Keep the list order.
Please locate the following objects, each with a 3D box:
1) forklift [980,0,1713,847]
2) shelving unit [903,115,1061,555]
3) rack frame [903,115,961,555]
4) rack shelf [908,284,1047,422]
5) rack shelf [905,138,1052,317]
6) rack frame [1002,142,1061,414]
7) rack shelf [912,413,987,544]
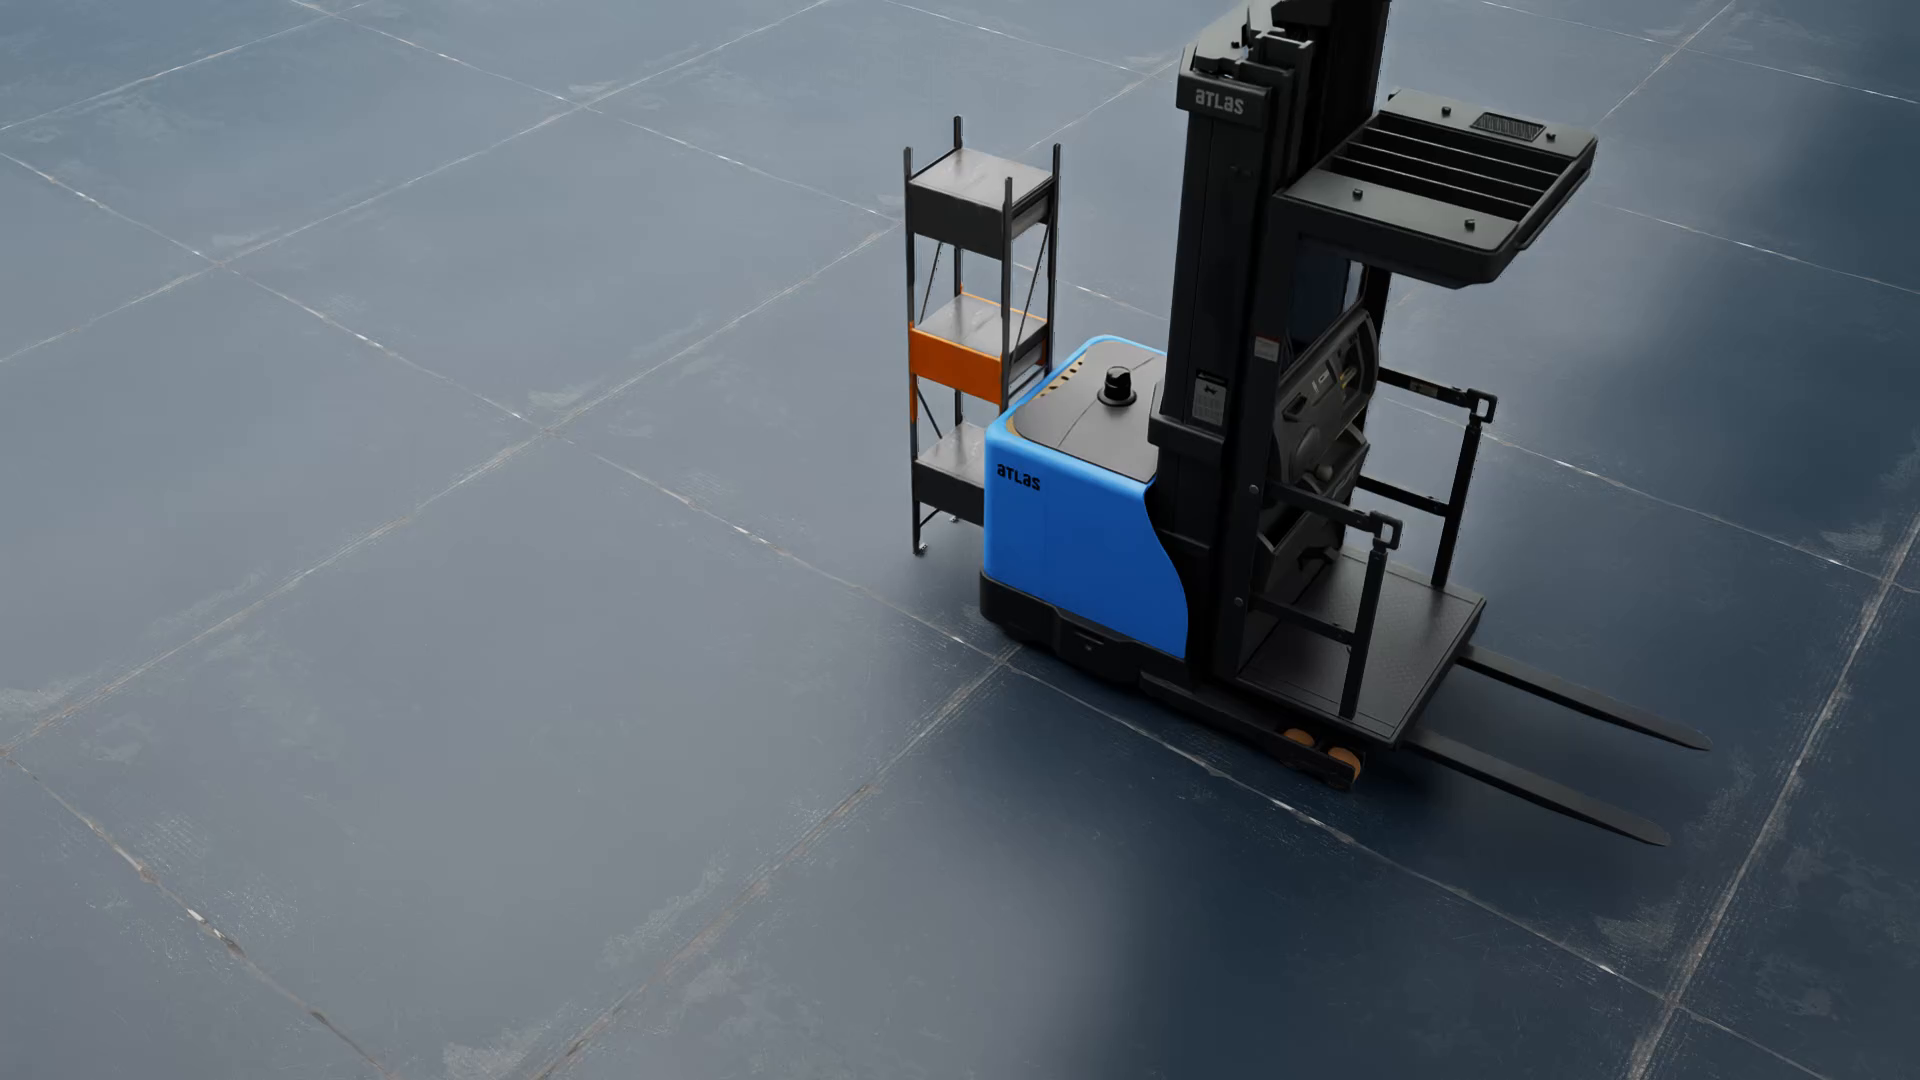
[{"bbox_3d":[1.597,-0.514,6.389,3.031,2.935,1.130,22,43,26],"label":"forklift"},{"bbox_3d":[0.092,-0.773,7.394,0.503,2.100,0.431,22,43,26],"label":"shelving unit"},{"bbox_3d":[-0.111,-0.857,7.501,0.015,2.100,0.400,22,43,26],"label":"rack frame"},{"bbox_3d":[0.092,-0.762,7.402,0.480,0.518,0.431,22,43,26],"label":"rack shelf"},{"bbox_3d":[0.091,-1.313,6.970,0.480,0.518,0.431,22,43,26],"label":"rack shelf"},{"bbox_3d":[0.294,-0.689,7.287,0.015,2.100,0.400,22,43,26],"label":"rack frame"},{"bbox_3d":[0.093,-0.212,7.835,0.480,0.518,0.431,22,43,26],"label":"rack shelf"}]
